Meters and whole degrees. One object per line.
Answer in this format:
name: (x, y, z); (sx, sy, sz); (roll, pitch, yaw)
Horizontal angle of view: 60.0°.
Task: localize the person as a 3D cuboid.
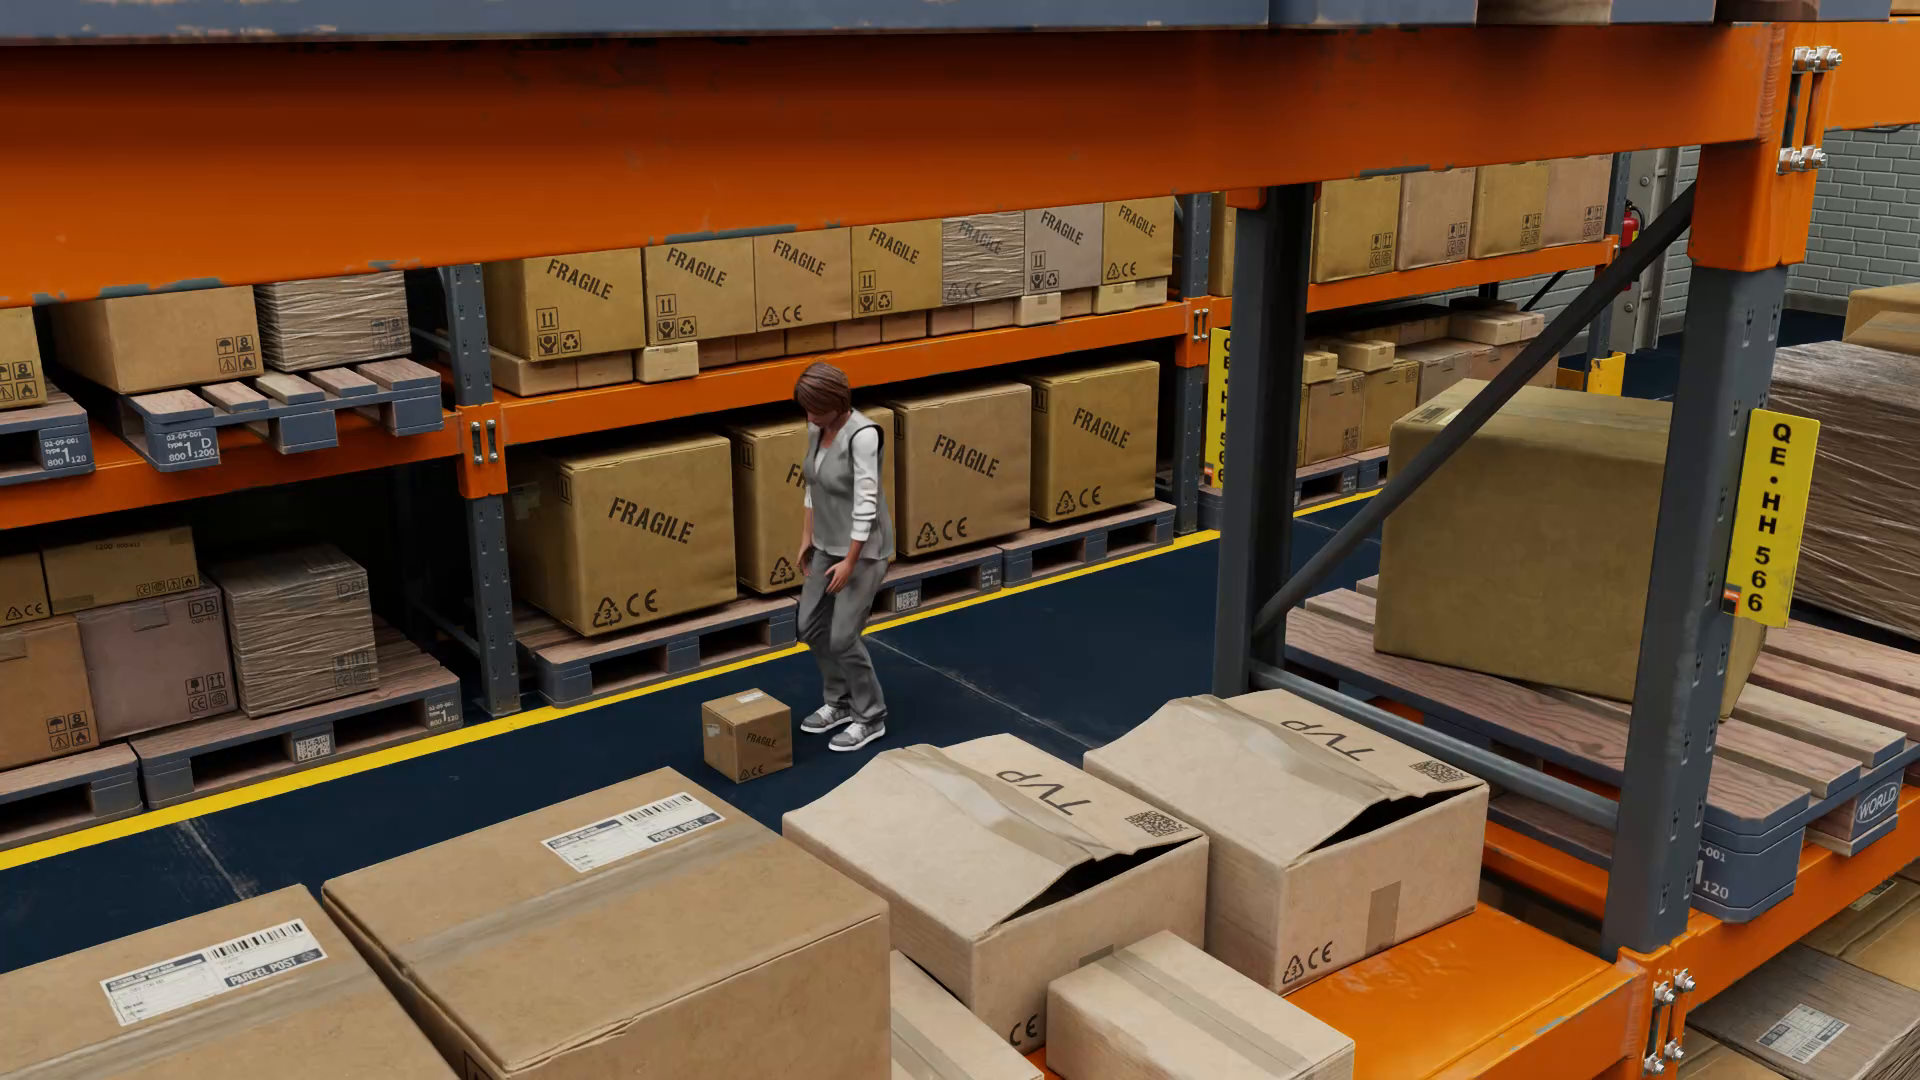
person: (-0.447, 0.068, 6.479); (0.400, 1.533, 0.430); (-13, 22, -35)
